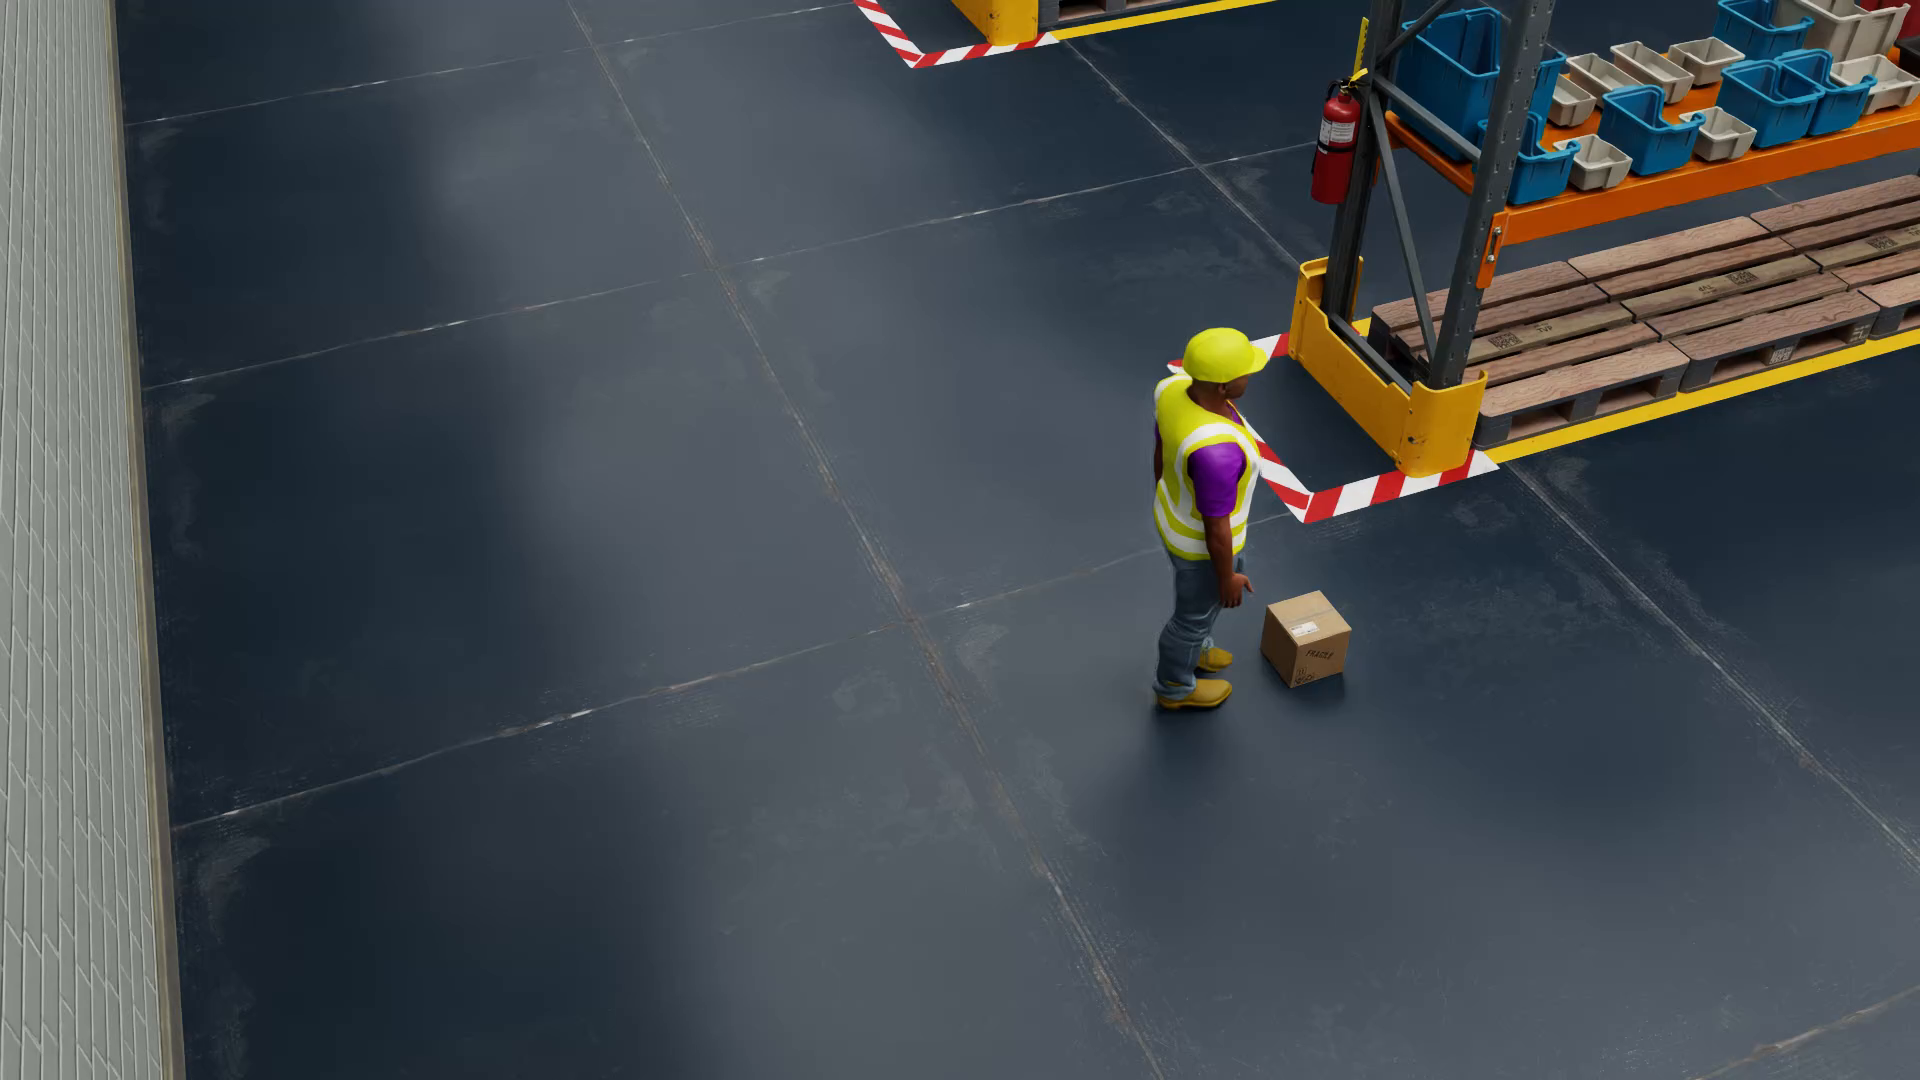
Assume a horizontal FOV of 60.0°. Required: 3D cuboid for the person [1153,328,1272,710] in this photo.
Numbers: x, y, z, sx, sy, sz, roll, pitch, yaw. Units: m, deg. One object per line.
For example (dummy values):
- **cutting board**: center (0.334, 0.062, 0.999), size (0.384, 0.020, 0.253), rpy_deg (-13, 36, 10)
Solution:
- **person**: center (0.960, -0.024, 6.185), size (0.476, 1.814, 0.591), rpy_deg (-5, 42, -6)
